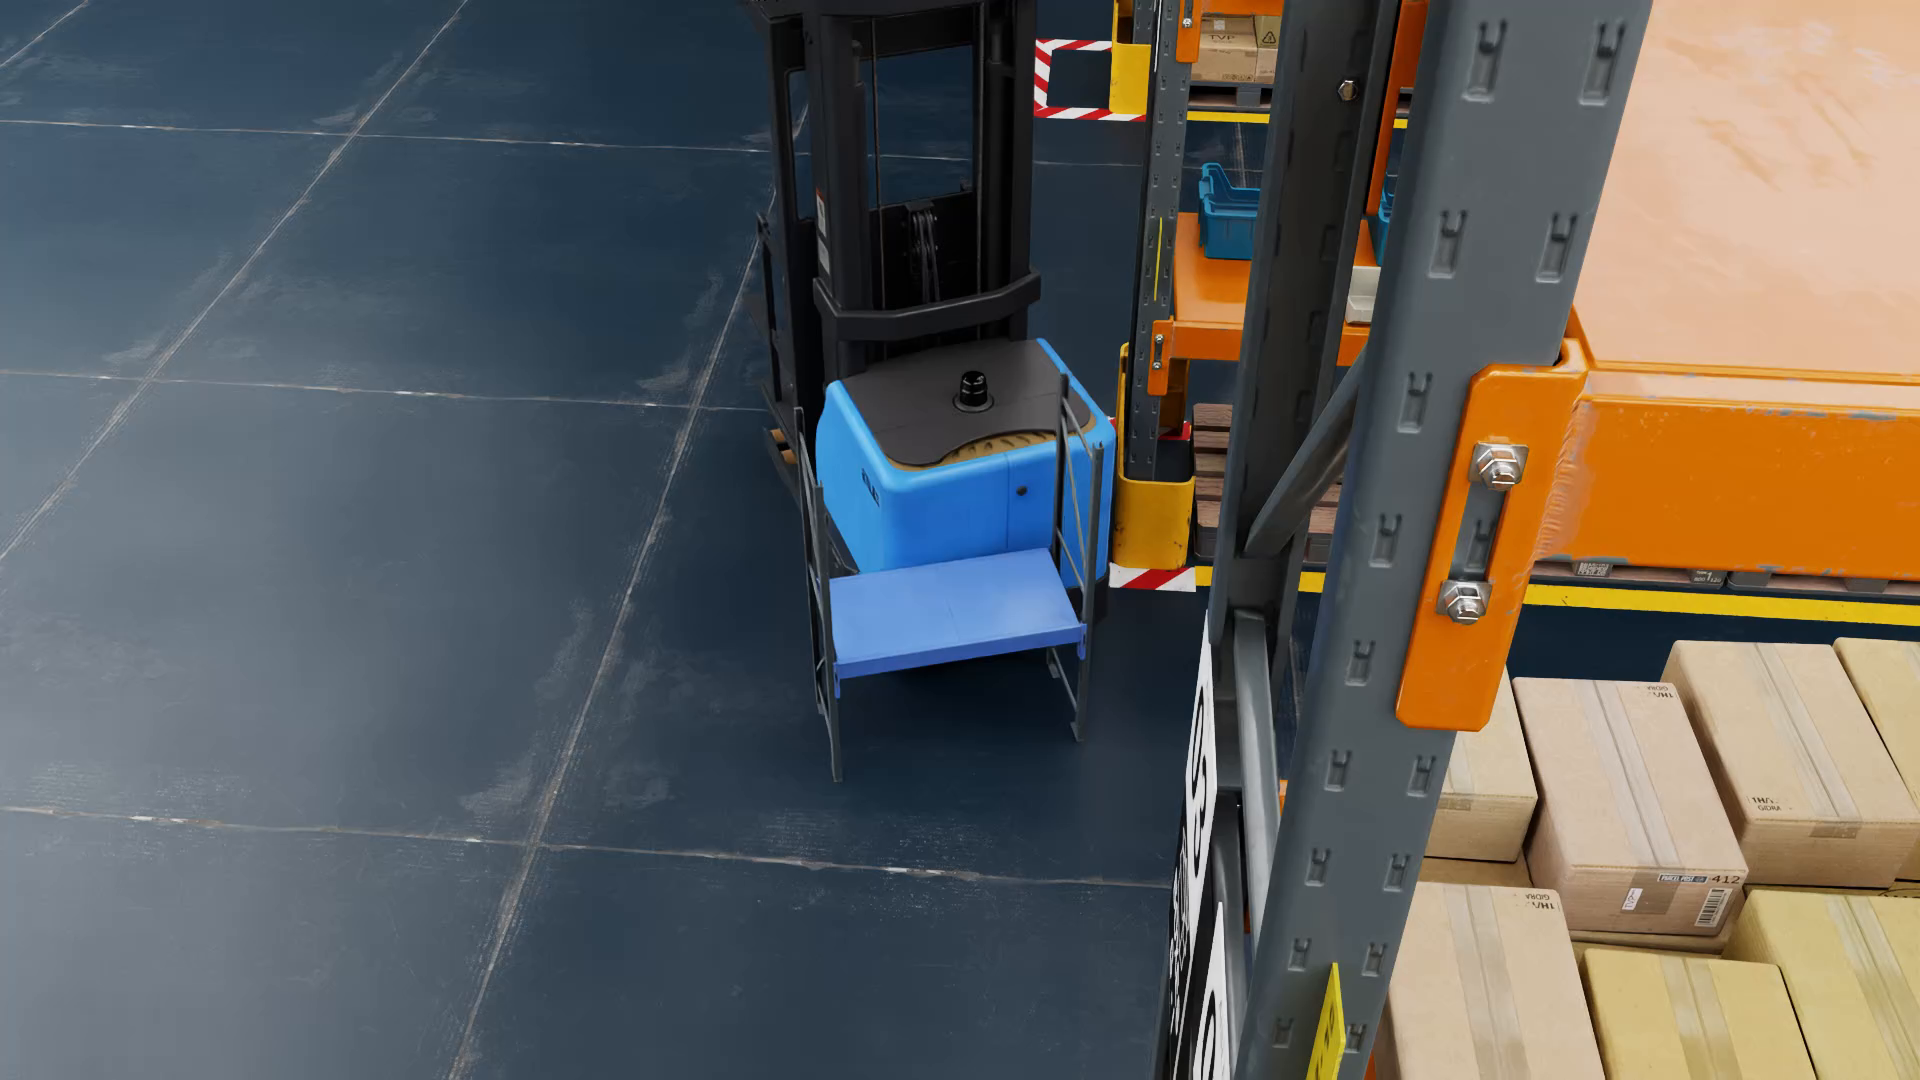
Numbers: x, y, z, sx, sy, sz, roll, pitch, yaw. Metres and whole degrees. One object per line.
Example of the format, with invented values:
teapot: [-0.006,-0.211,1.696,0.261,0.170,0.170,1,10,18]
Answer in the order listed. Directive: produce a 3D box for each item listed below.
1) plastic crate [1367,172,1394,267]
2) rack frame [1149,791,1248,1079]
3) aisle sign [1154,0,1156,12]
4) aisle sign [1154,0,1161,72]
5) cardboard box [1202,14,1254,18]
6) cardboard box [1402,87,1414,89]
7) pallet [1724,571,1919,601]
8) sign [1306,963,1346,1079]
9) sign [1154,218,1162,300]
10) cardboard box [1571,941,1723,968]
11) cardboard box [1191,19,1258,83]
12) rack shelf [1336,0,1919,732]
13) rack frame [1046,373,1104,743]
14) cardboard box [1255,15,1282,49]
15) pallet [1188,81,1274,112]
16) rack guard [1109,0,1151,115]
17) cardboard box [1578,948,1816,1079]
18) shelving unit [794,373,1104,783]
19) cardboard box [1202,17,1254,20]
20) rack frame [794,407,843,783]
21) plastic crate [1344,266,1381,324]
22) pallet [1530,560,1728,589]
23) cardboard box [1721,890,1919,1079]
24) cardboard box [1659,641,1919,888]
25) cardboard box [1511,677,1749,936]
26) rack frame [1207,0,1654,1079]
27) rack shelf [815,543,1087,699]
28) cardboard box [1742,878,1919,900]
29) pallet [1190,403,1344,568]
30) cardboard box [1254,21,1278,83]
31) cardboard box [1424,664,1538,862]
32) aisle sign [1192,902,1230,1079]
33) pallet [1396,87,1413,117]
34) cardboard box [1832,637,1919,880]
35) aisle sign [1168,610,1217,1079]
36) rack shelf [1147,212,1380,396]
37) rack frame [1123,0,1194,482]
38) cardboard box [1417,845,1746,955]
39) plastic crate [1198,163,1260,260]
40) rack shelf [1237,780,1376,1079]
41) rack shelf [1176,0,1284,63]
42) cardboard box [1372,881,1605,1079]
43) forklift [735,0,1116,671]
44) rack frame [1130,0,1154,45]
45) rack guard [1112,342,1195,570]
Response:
plastic crate: [2.023,-1.435,7.426,0.408,0.251,0.499,3,39,4]
rack frame: [0.424,1.744,3.402,0.127,3.000,1.000,3,39,4]
aisle sign: [0.805,-2.570,6.642,0.004,0.787,0.394,3,39,4]
aisle sign: [0.755,-2.199,6.187,0.004,0.787,0.394,3,39,4]
cardboard box: [1.843,-4.031,11.749,0.500,0.500,0.500,3,39,4]
cardboard box: [3.292,-3.331,11.482,0.500,0.250,0.500,3,39,4]
pallet: [4.171,-0.135,7.919,1.213,0.211,1.003,3,39,4]
sign: [0.378,0.583,1.760,0.005,0.325,0.100,3,39,4]
sign: [0.800,-1.133,6.717,0.005,0.325,0.100,3,39,4]
cardboard box: [0.882,0.828,2.270,0.500,0.250,0.500,4,39,5]
cardboard box: [1.798,-3.413,11.584,0.500,0.250,0.500,3,39,4]
rack shelf: [2.417,-0.194,1.602,4.000,0.370,1.077,3,39,4]
rack frame: [0.447,0.102,6.608,0.032,1.500,0.500,-8,40,-10]
cardboard box: [2.296,-3.678,11.315,0.500,0.500,0.500,3,39,4]
pallet: [2.048,-3.389,11.917,1.213,0.211,1.003,3,39,4]
rack guard: [1.259,-3.518,11.847,0.348,0.500,1.175,3,39,4]
cardboard box: [0.929,0.720,2.087,0.250,0.149,0.380,4,39,5]
shelving unit: [-0.049,0.173,6.520,1.048,1.500,0.538,-8,40,-10]
cardboard box: [1.842,-3.739,11.984,0.500,0.250,0.500,3,39,4]
rack frame: [-0.545,0.244,6.433,0.032,1.500,0.500,-8,40,-10]
plastic crate: [1.715,-1.018,7.004,0.250,0.136,0.298,3,39,4]
pallet: [2.952,-0.199,7.998,1.213,0.211,1.003,3,39,4]
cardboard box: [1.191,0.656,2.166,0.250,0.149,0.380,2,39,3]
cardboard box: [1.259,0.337,2.557,0.250,0.149,0.380,2,39,2]
cardboard box: [0.977,0.391,2.491,0.250,0.149,0.380,2,39,2]
rack frame: [0.424,-0.583,1.508,0.127,3.000,1.000,3,39,4]
rack shelf: [-0.049,0.312,6.634,1.000,0.185,0.538,-8,40,-10]
cardboard box: [1.424,0.531,2.635,0.500,0.250,0.500,3,39,4]
pallet: [1.740,-0.267,8.082,1.213,0.211,1.003,3,39,4]
cardboard box: [2.296,-3.389,11.553,0.500,0.250,0.500,3,39,4]
cardboard box: [0.728,0.303,2.599,0.250,0.149,0.380,3,39,4]
aisle sign: [0.337,0.921,2.353,0.004,0.787,0.394,3,39,4]
pallet: [3.260,-3.321,11.834,1.213,0.211,1.003,3,39,4]
cardboard box: [1.511,0.336,2.559,0.250,0.149,0.380,3,39,4]
aisle sign: [0.388,0.544,2.817,0.004,0.787,0.394,3,39,4]
rack shelf: [2.844,-0.983,7.322,4.000,0.370,1.077,3,39,4]
rack frame: [0.852,-1.371,7.229,0.127,3.000,1.000,3,39,4]
cardboard box: [0.926,0.505,2.666,0.500,0.250,0.500,4,39,5]
plastic crate: [1.376,-1.474,7.473,0.616,0.251,0.499,3,39,4]
rack shelf: [2.417,0.969,2.548,4.000,0.370,1.077,3,39,4]
rack shelf: [2.844,-2.146,6.375,4.000,0.370,1.077,3,39,4]
cardboard box: [0.679,0.645,2.179,0.250,0.149,0.380,3,39,4]
forklift: [-0.345,-1.509,7.452,1.130,2.935,3.031,-14,41,-16]
rack frame: [1.283,-4.486,11.056,0.127,3.000,1.000,3,39,4]
rack guard: [0.931,-0.427,8.049,0.348,0.500,1.175,3,39,4]
